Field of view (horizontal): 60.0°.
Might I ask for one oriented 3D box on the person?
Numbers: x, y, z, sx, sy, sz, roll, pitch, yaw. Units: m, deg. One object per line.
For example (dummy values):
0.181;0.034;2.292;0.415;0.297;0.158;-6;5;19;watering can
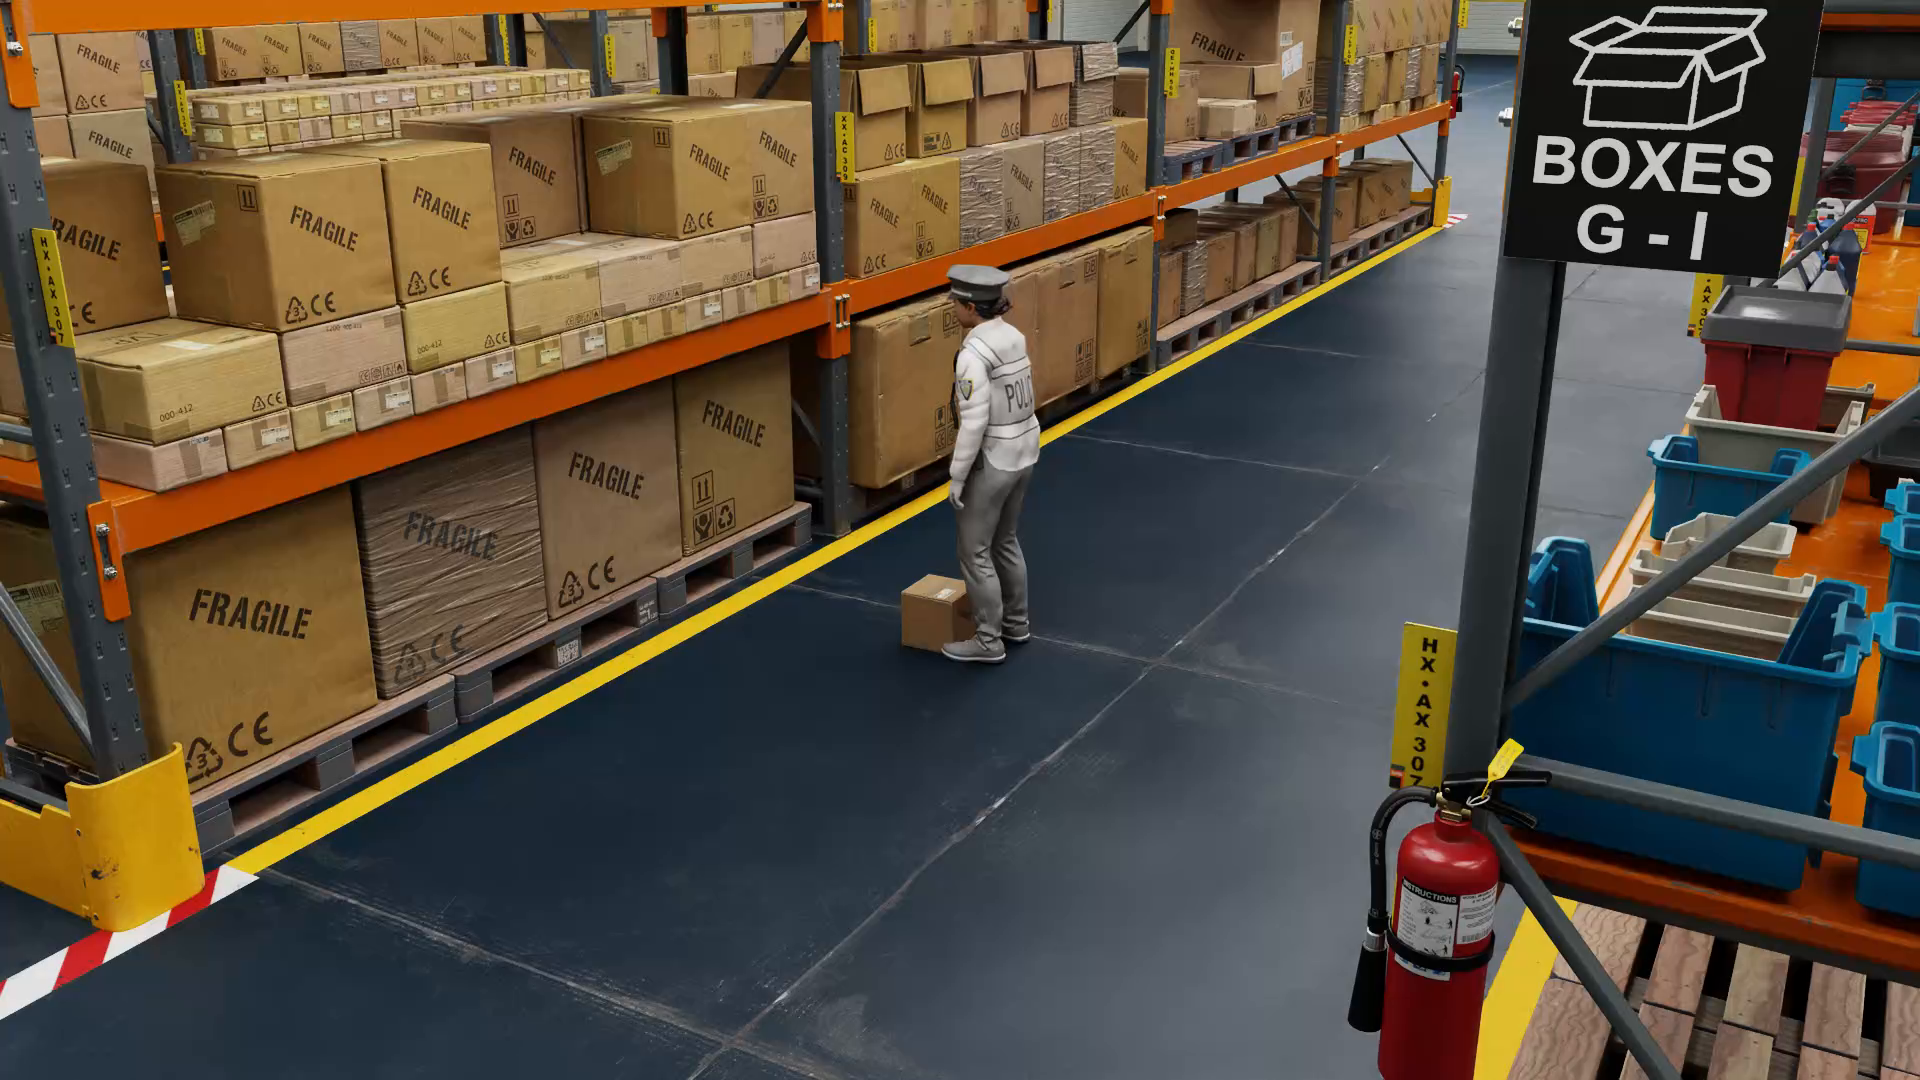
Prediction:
0.126;-0.306;6.924;0.372;1.664;0.528;11;22;28;person
